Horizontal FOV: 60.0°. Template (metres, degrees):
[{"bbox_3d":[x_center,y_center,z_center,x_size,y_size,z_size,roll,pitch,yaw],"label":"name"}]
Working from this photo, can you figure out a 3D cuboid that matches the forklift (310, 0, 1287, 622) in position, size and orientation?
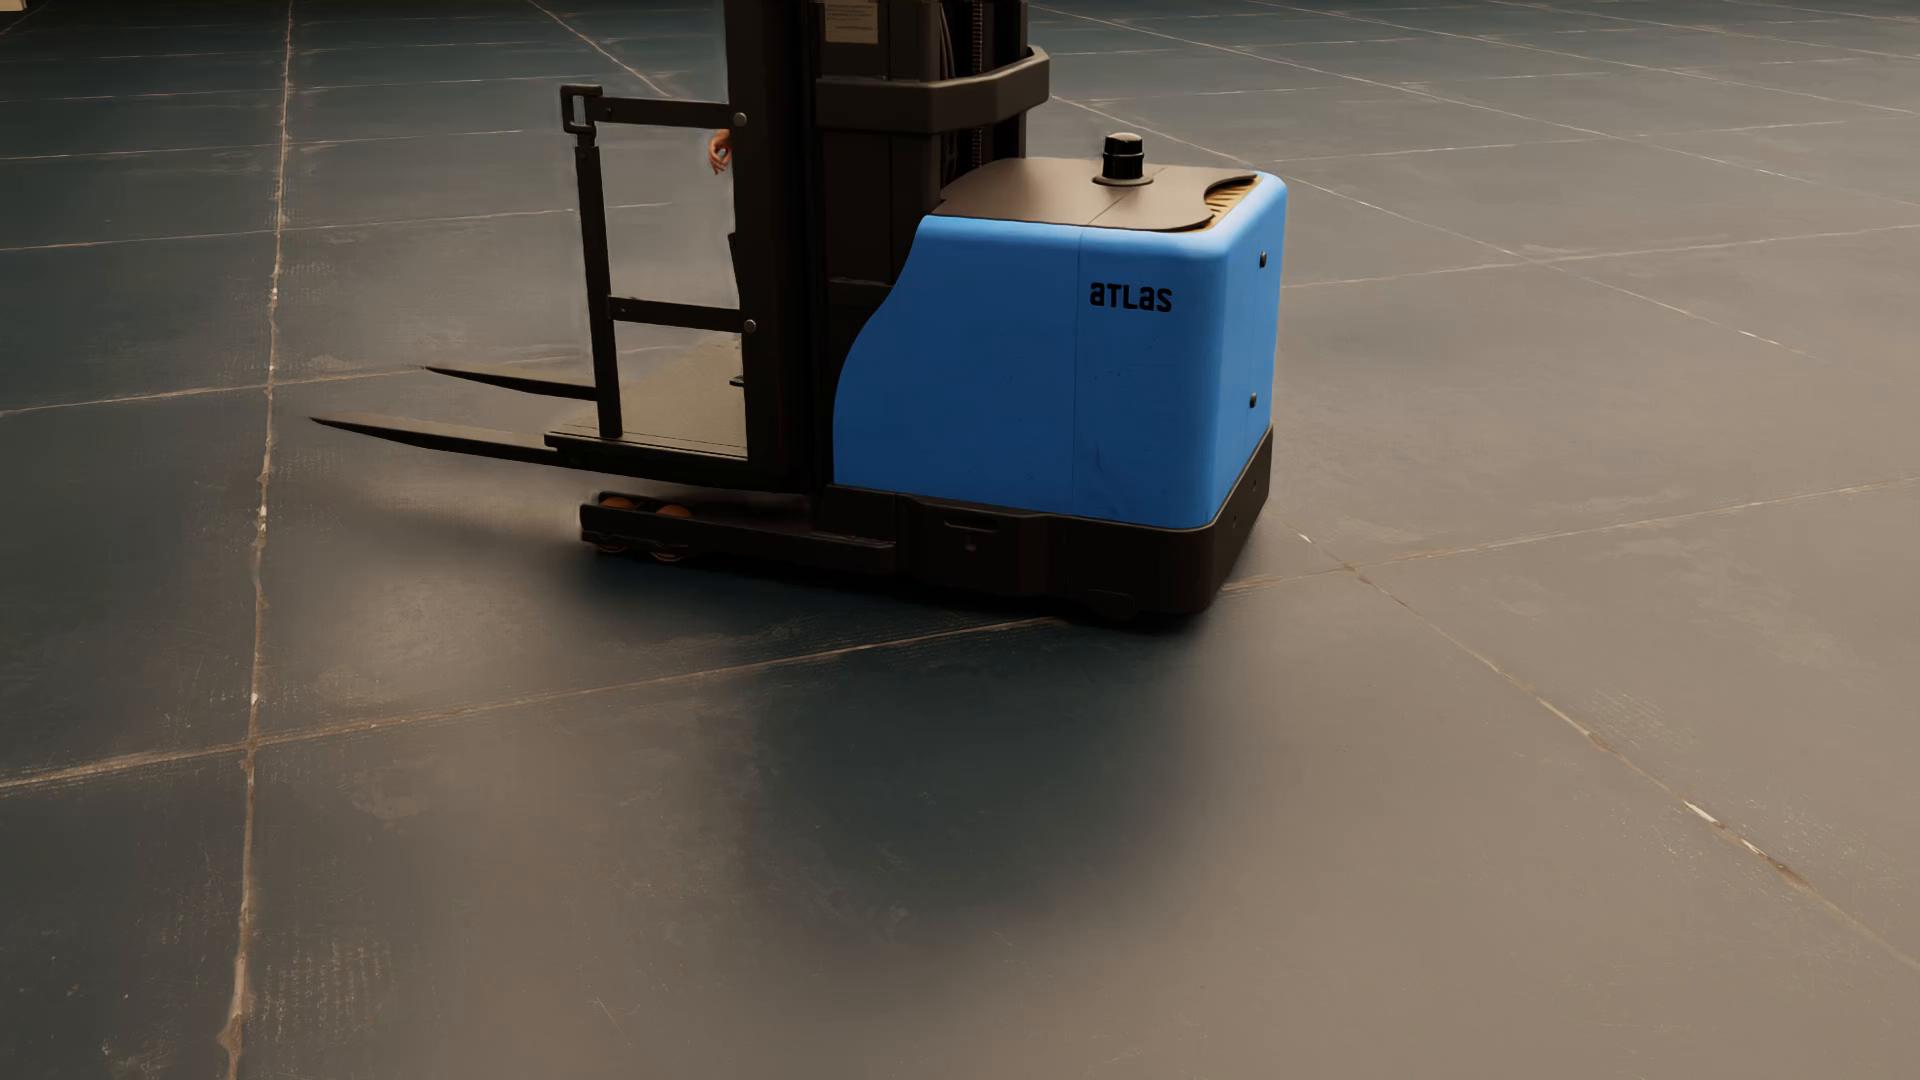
[{"bbox_3d":[-0.602,-1.467,4.788,3.031,2.935,1.130,8,24,18],"label":"forklift"}]

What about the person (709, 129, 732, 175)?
[{"bbox_3d":[-0.293,-1.209,5.888,1.195,1.688,0.589,-11,25,-24],"label":"person"}]
